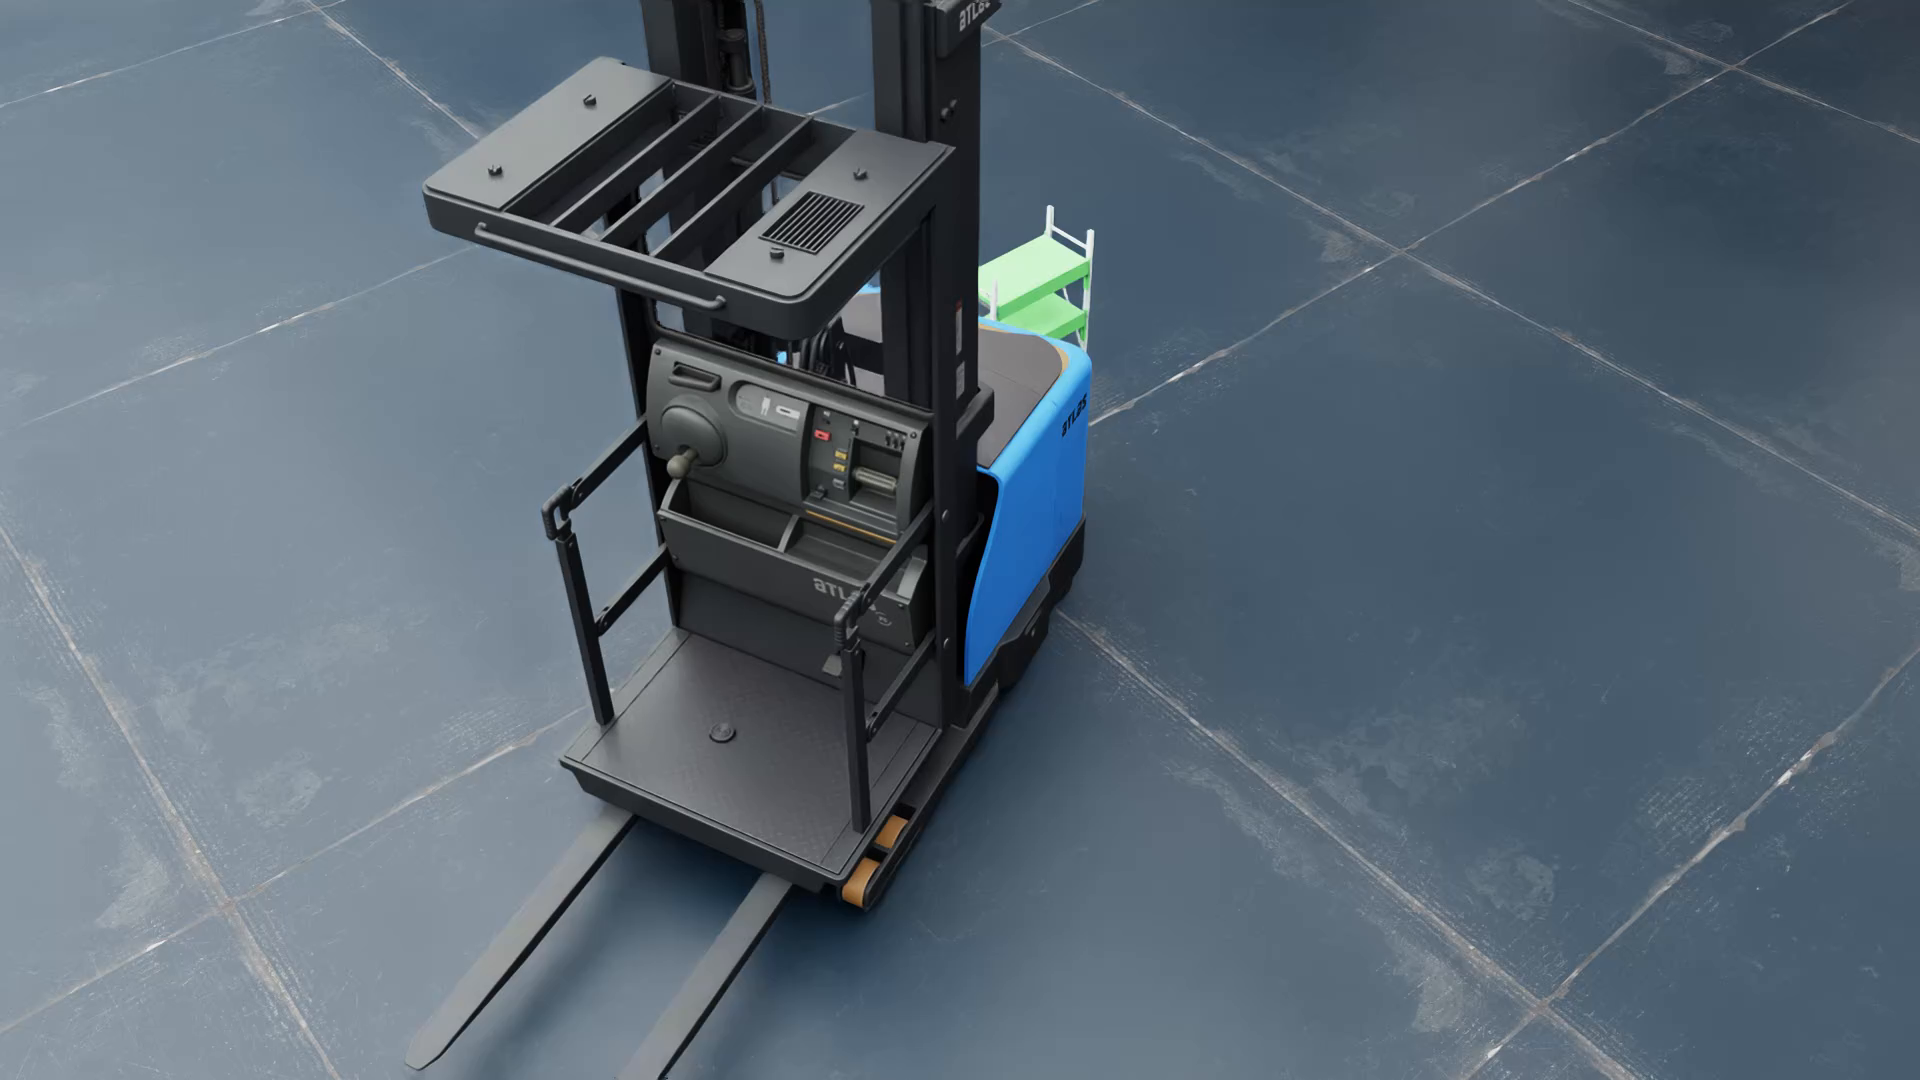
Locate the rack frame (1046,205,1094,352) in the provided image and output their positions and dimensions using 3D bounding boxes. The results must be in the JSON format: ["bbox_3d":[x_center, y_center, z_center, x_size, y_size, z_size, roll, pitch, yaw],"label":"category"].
[{"bbox_3d":[0.418,-0.779,6.703,0.015,1.200,0.240,-31,51,-29],"label":"rack frame"}]

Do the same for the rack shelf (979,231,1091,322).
[{"bbox_3d":[0.235,-0.971,6.300,0.480,0.148,0.258,-31,51,-29],"label":"rack shelf"}]

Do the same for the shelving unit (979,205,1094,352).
[{"bbox_3d":[0.235,-0.668,6.585,0.503,1.200,0.258,-31,51,-29],"label":"shelving unit"}]

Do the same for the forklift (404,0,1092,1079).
[{"bbox_3d":[-0.631,-0.215,4.838,1.130,2.935,3.031,19,46,19],"label":"forklift"}]

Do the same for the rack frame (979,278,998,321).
[{"bbox_3d":[0.052,-0.557,6.467,0.015,1.200,0.240,-31,51,-29],"label":"rack frame"}]

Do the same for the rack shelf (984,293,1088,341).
[{"bbox_3d":[0.235,-0.796,6.464,0.480,0.148,0.258,-31,51,-29],"label":"rack shelf"}]
